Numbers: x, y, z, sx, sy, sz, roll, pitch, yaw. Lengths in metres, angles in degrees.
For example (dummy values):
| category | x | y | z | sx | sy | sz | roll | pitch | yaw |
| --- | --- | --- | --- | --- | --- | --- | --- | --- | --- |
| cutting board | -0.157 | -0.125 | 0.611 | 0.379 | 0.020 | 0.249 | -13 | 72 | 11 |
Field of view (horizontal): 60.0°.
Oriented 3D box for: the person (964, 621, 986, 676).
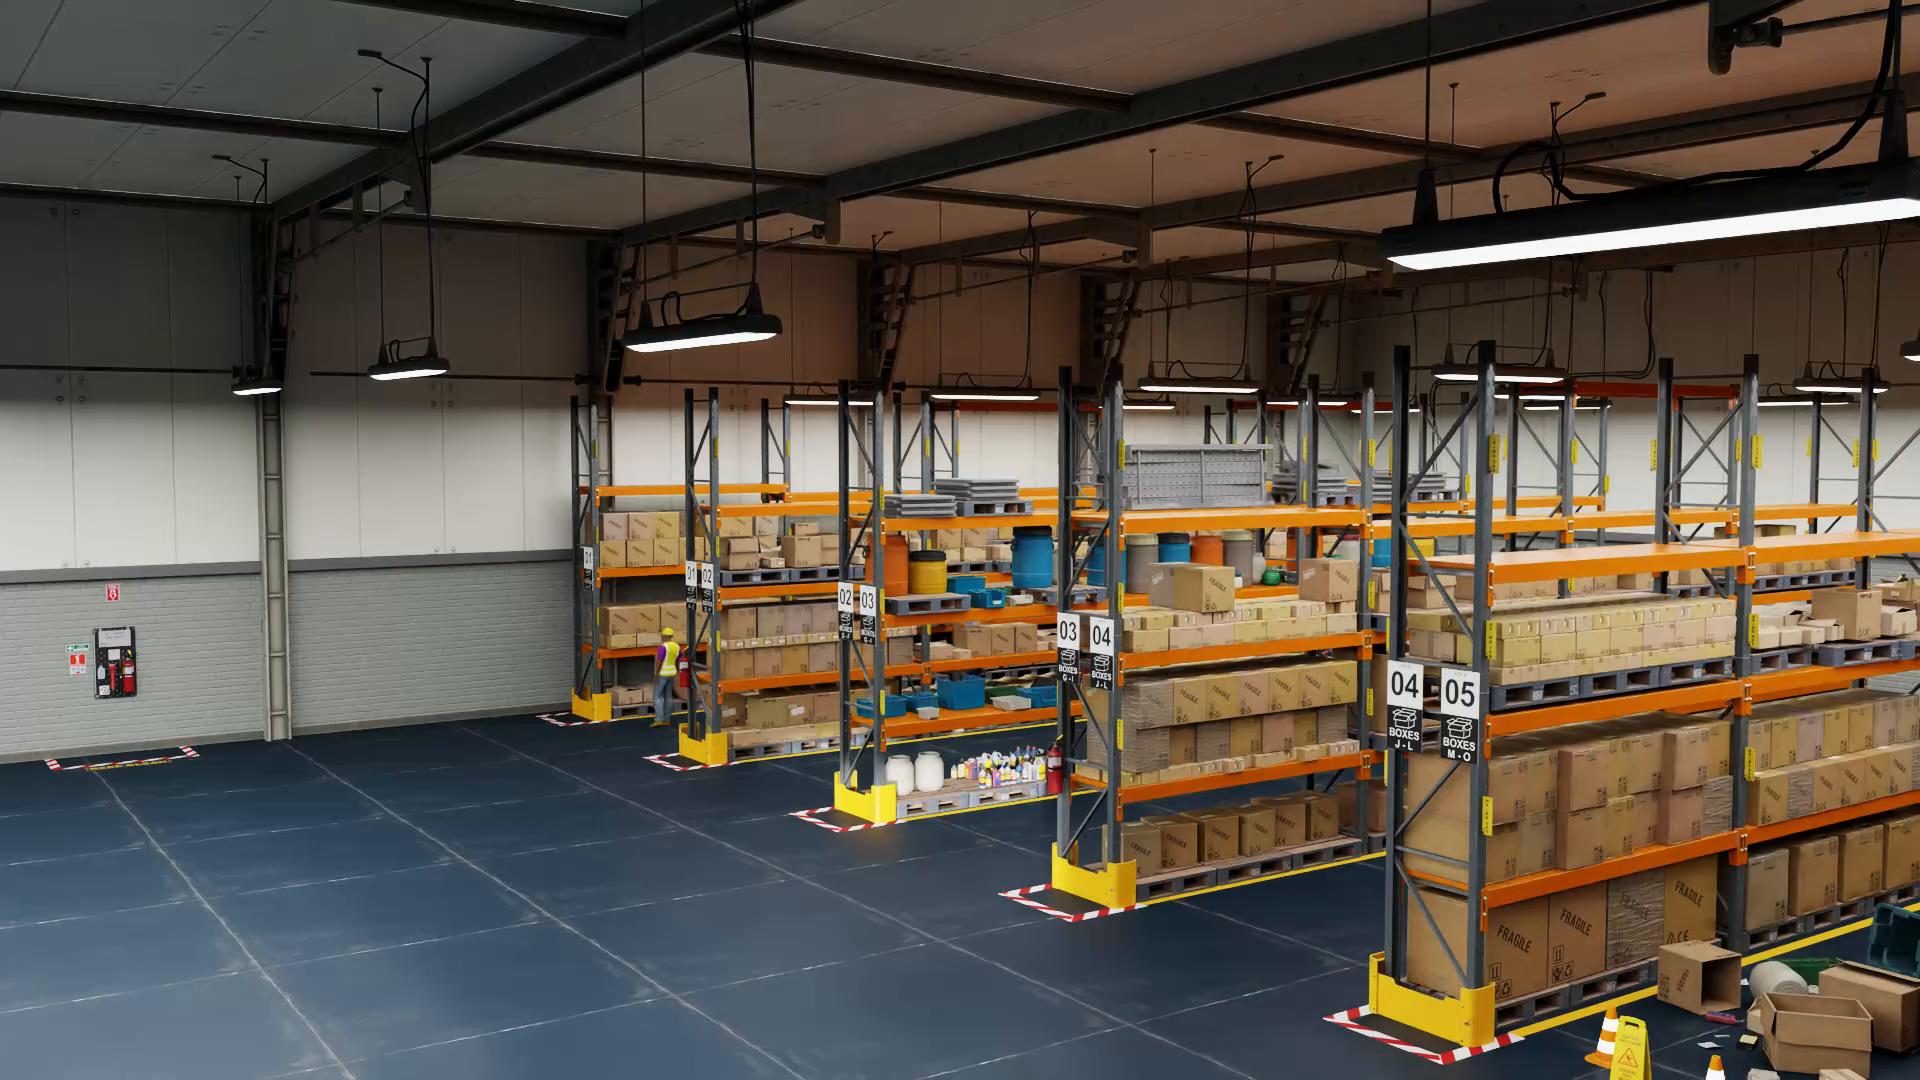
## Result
| category | x | y | z | sx | sy | sz | roll | pitch | yaw |
| --- | --- | --- | --- | --- | --- | --- | --- | --- | --- |
| person | 0.299 | 2.247 | 33.406 | 0.468 | 1.625 | 0.498 | 0 | 3 | 4 |

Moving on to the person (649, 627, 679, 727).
| category | x | y | z | sx | sy | sz | roll | pitch | yaw |
| --- | --- | --- | --- | --- | --- | --- | --- | --- | --- |
| person | -5.358 | 2.484 | 30.088 | 0.384 | 1.809 | 0.625 | 2 | 4 | 29 |

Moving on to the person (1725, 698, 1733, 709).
| category | x | y | z | sx | sy | sz | roll | pitch | yaw |
| --- | --- | --- | --- | --- | --- | --- | --- | --- | --- |
| person | 10.709 | 2.890 | 23.101 | 0.395 | 1.799 | 0.590 | 1 | 4 | 20 |
